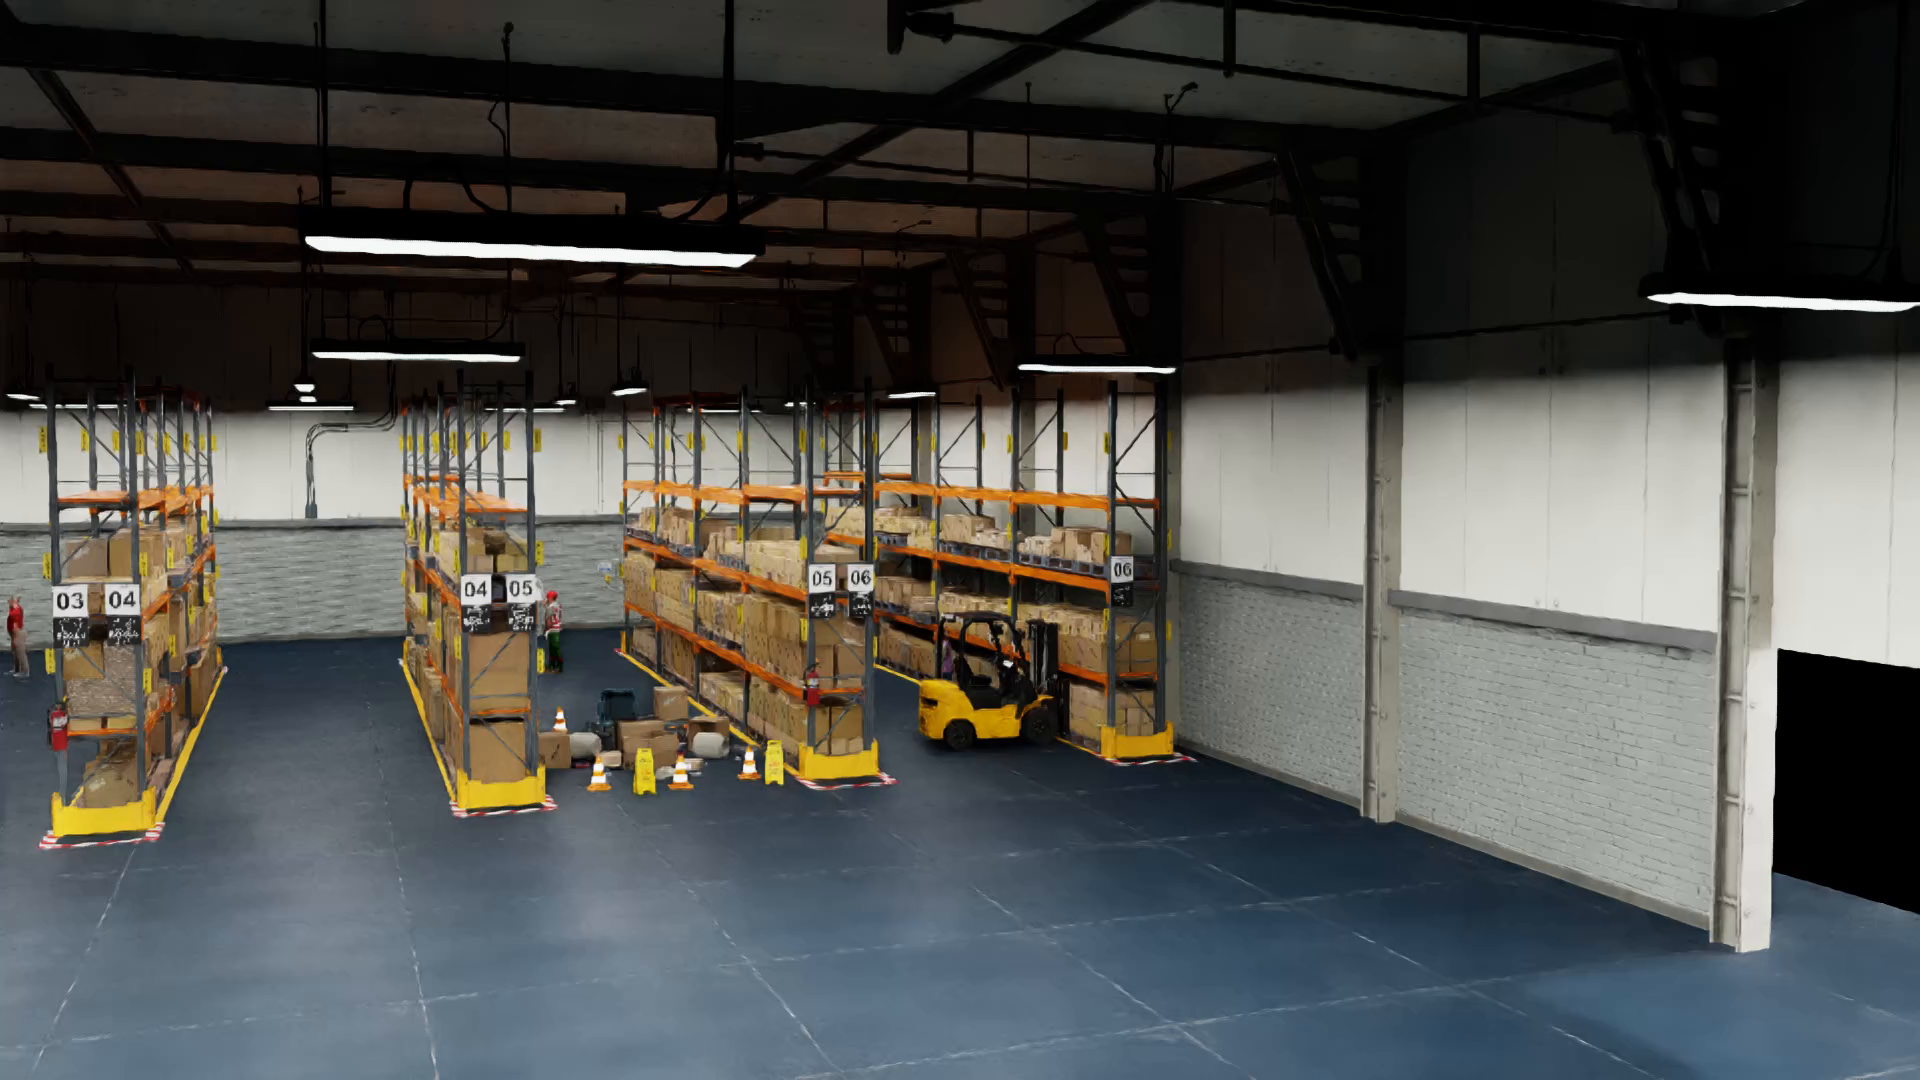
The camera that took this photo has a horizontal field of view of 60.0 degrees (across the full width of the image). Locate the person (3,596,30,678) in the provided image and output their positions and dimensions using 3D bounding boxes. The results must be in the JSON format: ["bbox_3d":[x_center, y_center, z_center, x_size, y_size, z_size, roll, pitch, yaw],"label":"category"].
[{"bbox_3d":[-20.153,2.050,35.476,0.531,1.729,0.737,-1,4,-23],"label":"person"}]

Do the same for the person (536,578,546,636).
[{"bbox_3d":[-11.088,1.552,43.307,0.576,1.704,0.508,2,4,36],"label":"person"}]

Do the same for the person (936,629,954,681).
[{"bbox_3d":[-0.296,2.415,30.402,0.534,1.589,0.522,0,3,6],"label":"person"}]

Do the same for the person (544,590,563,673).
[{"bbox_3d":[-8.881,1.987,36.134,0.574,1.782,0.664,0,3,1],"label":"person"}]
